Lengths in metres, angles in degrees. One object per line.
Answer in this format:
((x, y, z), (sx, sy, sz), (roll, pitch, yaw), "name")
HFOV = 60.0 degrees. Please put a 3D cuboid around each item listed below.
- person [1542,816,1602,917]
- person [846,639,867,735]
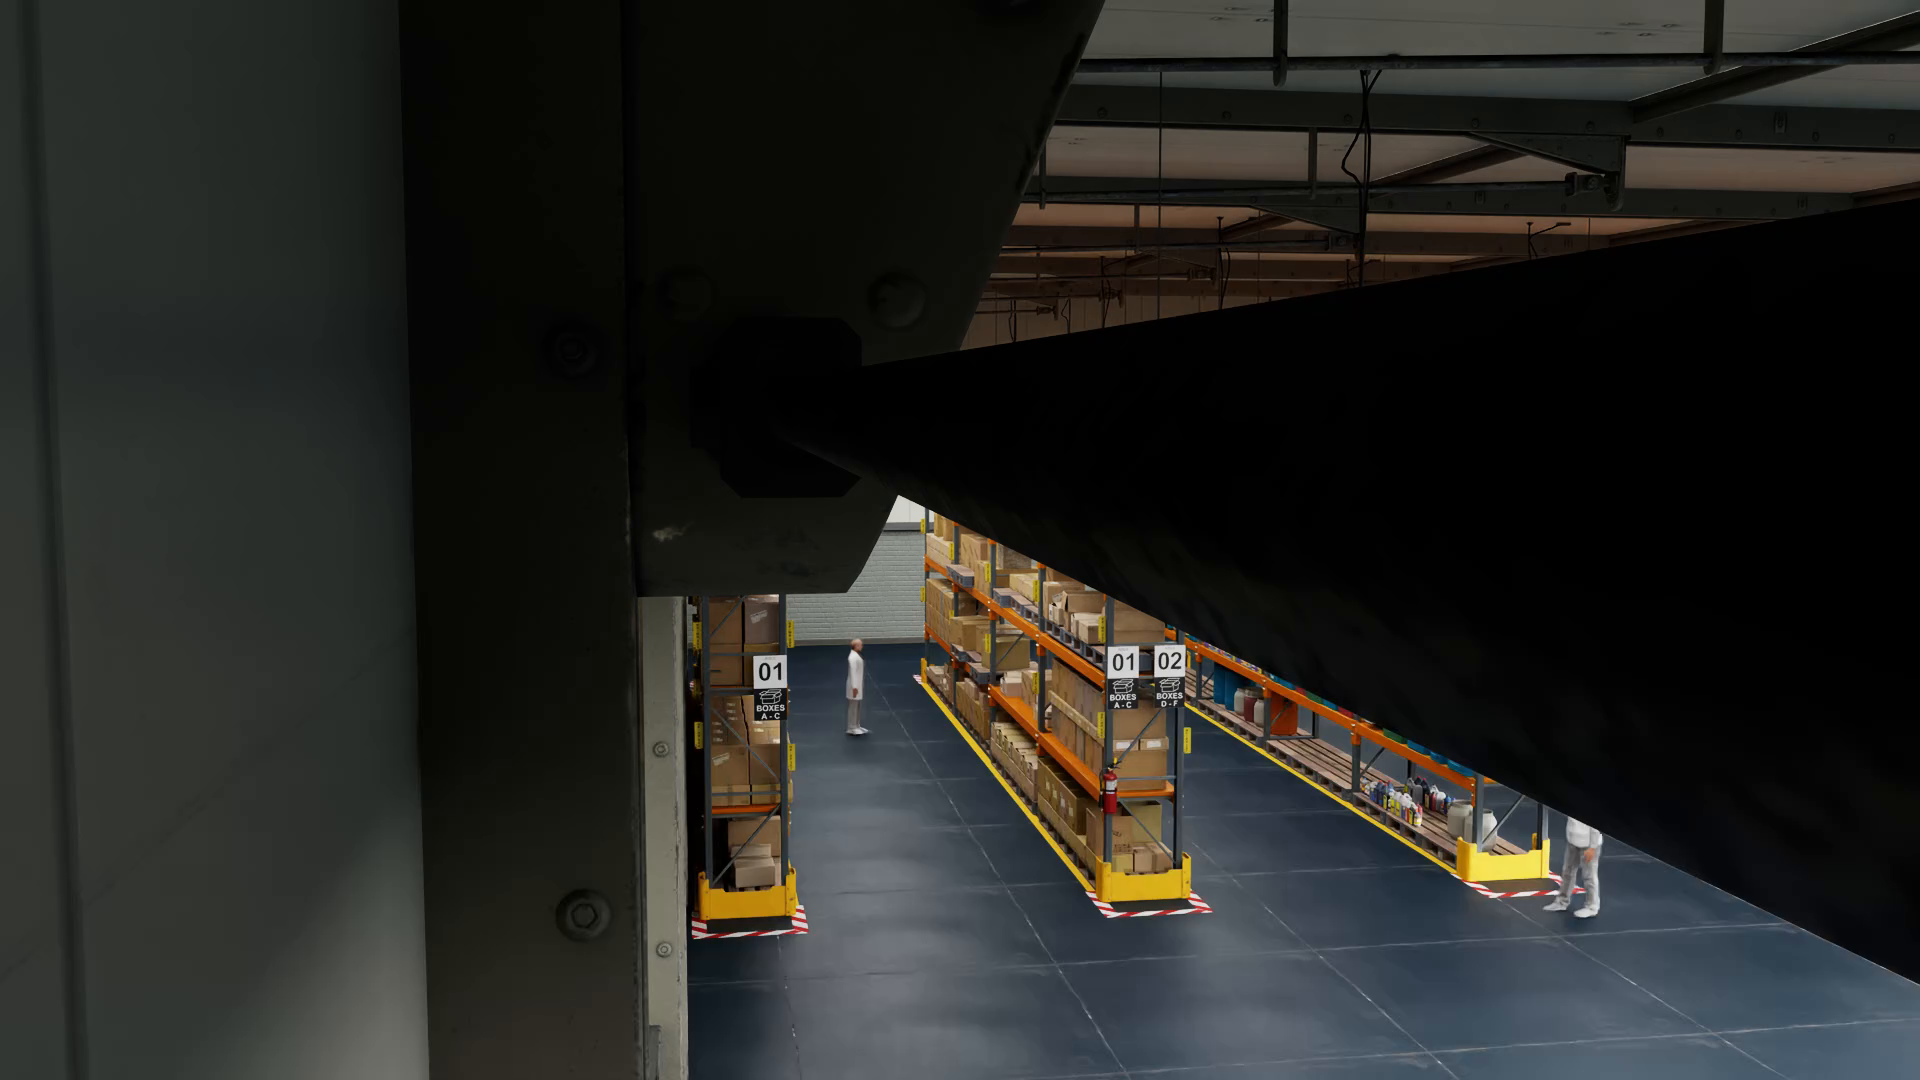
((7.471, 3.676, 20.124), (0.568, 1.775, 0.592), (-1, 5, -15), "person")
((-1.934, 2.718, 30.923), (0.371, 1.792, 0.616), (0, 5, 3), "person")
